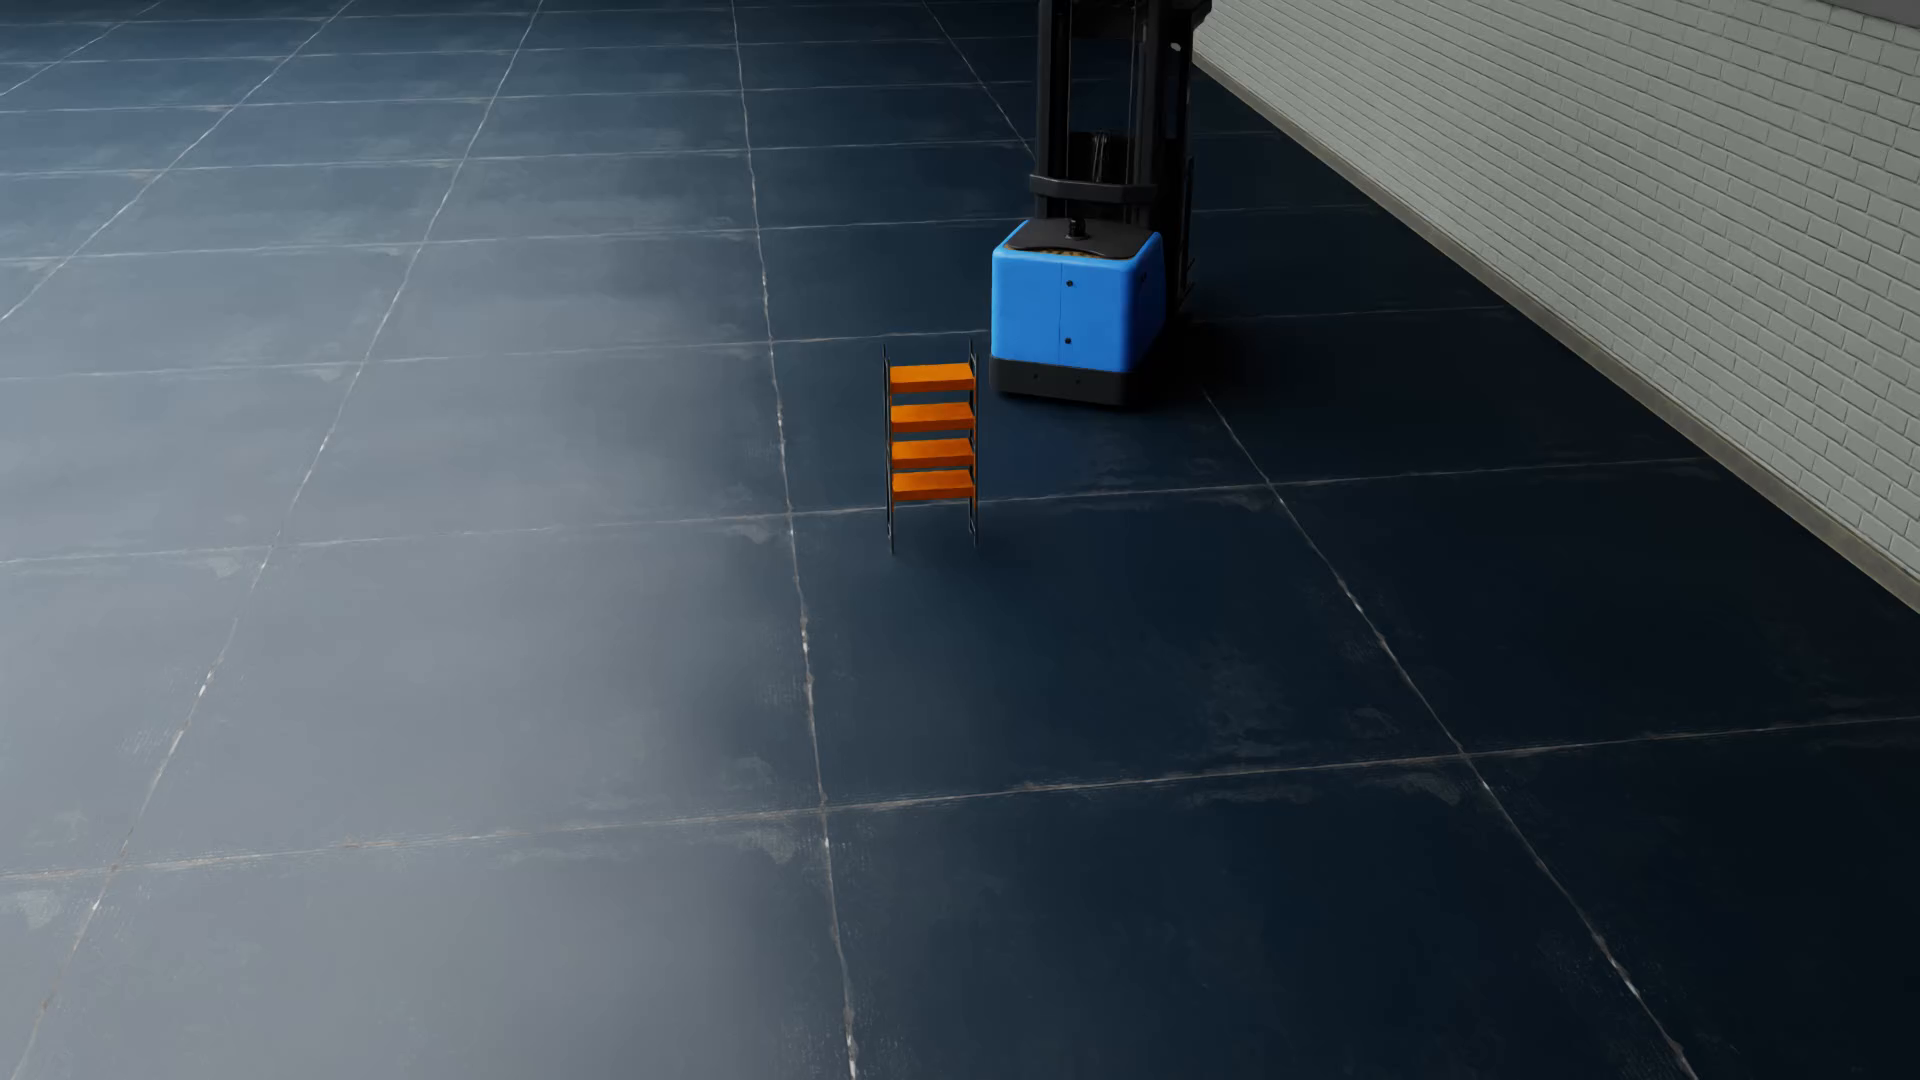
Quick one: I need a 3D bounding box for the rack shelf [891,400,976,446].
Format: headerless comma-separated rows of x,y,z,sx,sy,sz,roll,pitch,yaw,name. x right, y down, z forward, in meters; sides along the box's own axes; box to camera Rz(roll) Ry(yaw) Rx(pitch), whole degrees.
-0.164,-0.662,9.384,0.480,0.148,0.258,-4,27,-7,rack shelf

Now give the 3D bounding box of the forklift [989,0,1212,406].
1.156,-2.875,12.143,1.130,2.935,3.031,9,28,16,forklift

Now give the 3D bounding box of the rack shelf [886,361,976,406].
-0.164,-0.873,9.276,0.480,0.148,0.258,-4,27,-7,rack shelf

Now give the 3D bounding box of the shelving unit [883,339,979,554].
-0.164,-0.523,9.456,0.503,1.200,0.258,-4,27,-7,shelving unit

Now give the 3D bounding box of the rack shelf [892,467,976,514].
-0.164,-0.287,9.577,0.480,0.148,0.258,-4,27,-7,rack shelf

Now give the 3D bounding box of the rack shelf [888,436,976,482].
-0.164,-0.463,9.486,0.480,0.148,0.258,-4,27,-7,rack shelf

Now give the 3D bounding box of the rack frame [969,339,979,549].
0.078,-0.539,9.486,0.015,1.200,0.240,-4,27,-7,rack frame

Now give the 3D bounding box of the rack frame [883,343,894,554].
-0.406,-0.508,9.425,0.015,1.200,0.240,-4,27,-7,rack frame
